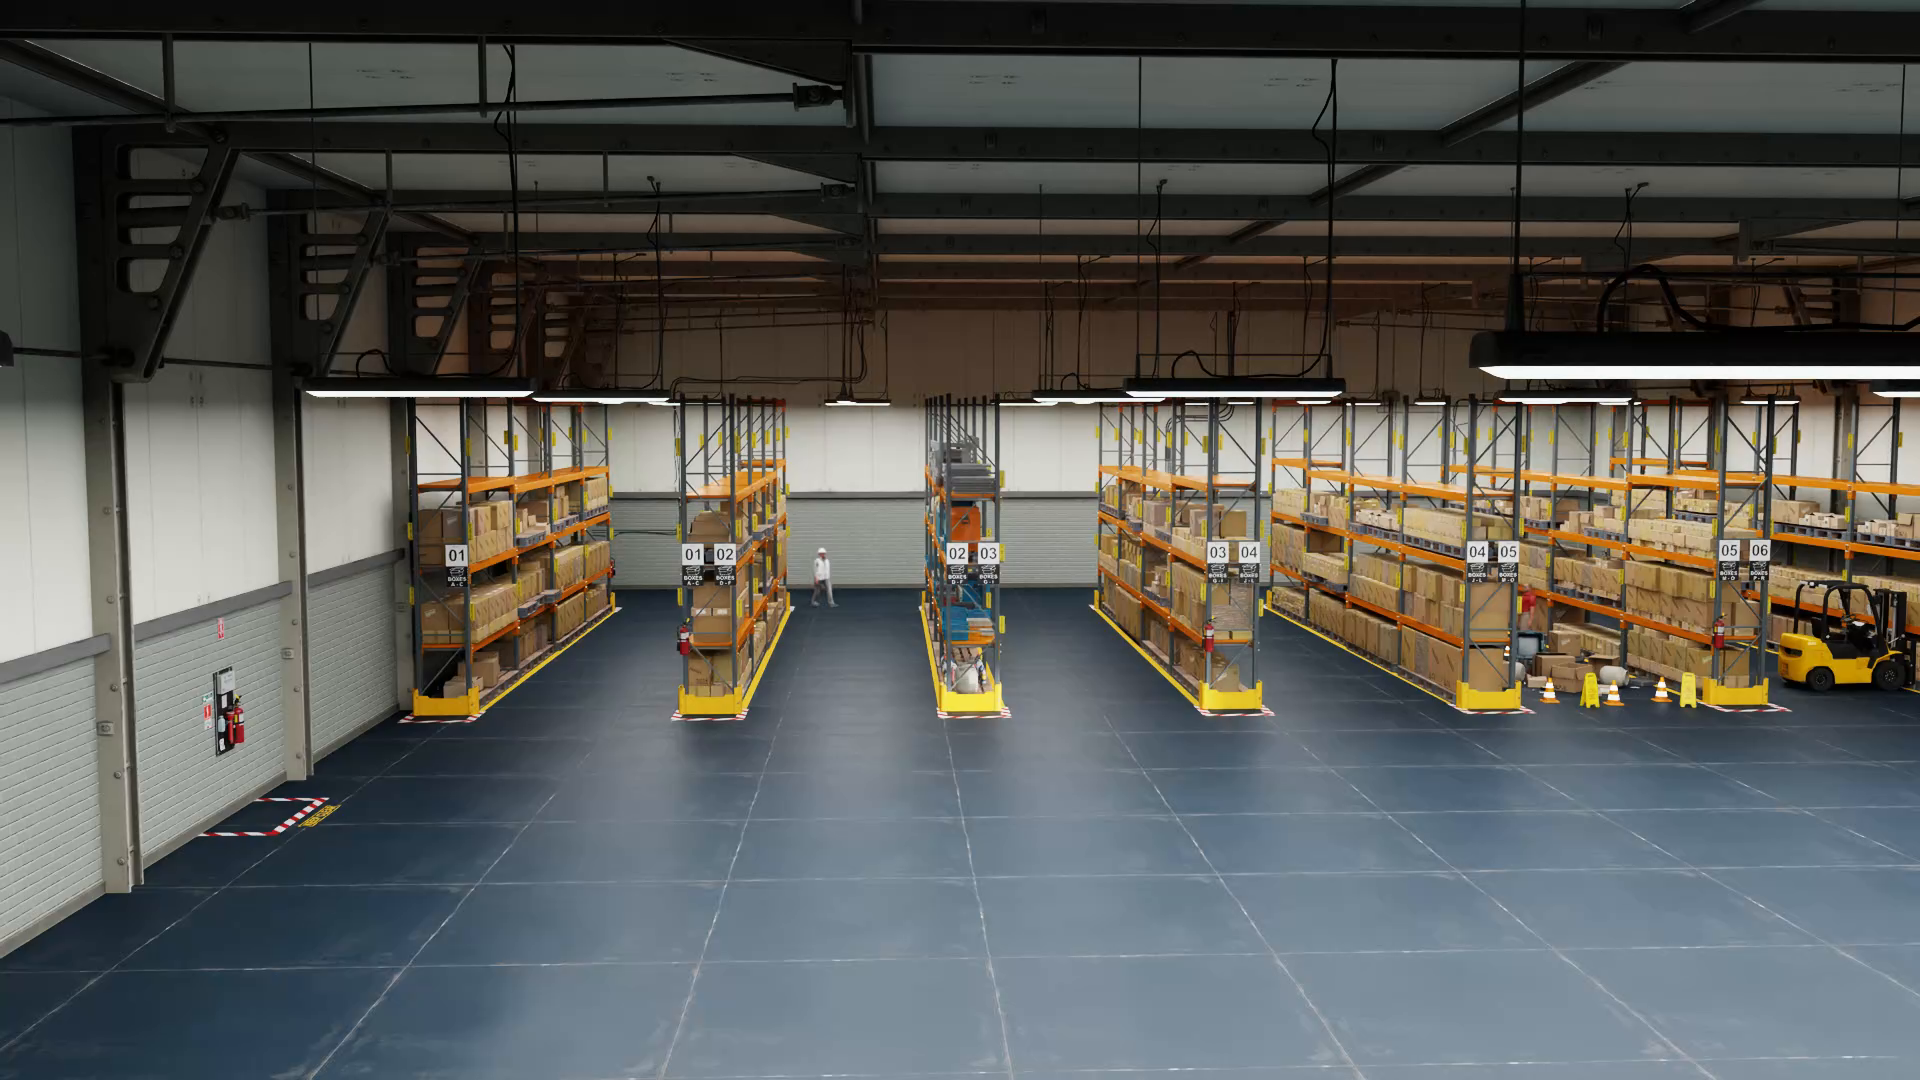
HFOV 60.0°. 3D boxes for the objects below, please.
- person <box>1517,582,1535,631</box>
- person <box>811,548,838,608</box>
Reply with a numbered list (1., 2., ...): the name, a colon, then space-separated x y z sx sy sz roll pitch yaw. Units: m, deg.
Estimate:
1. person: 13.075 1.835 38.423 0.445 1.731 0.572 2 5 20
2. person: -3.917 1.091 47.669 0.626 1.713 1.071 -3 5 -34
